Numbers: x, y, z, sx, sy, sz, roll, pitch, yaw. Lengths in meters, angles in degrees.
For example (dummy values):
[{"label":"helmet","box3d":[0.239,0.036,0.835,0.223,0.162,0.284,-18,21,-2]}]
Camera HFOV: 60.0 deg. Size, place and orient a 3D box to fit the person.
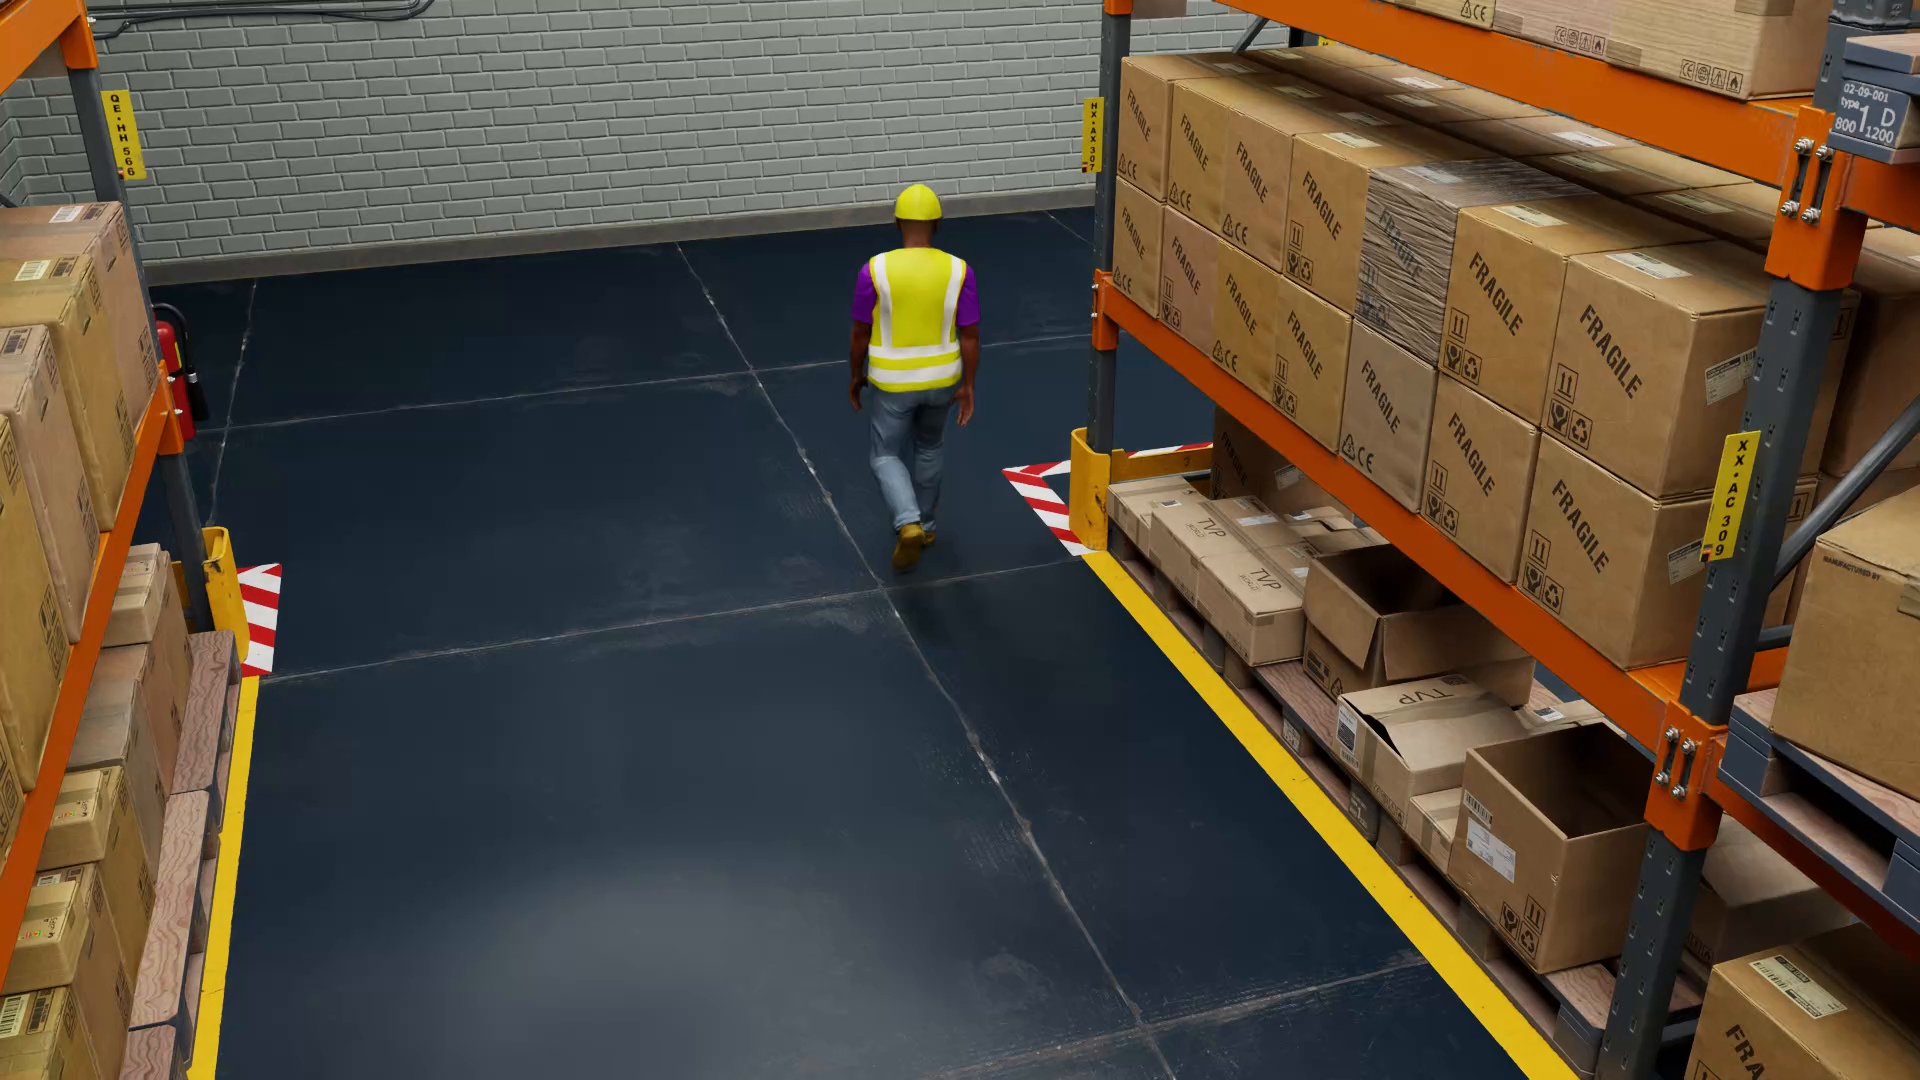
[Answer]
[{"label":"person","box3d":[-0.197,-0.711,7.495,0.579,1.744,0.793,-6,27,-12]}]
